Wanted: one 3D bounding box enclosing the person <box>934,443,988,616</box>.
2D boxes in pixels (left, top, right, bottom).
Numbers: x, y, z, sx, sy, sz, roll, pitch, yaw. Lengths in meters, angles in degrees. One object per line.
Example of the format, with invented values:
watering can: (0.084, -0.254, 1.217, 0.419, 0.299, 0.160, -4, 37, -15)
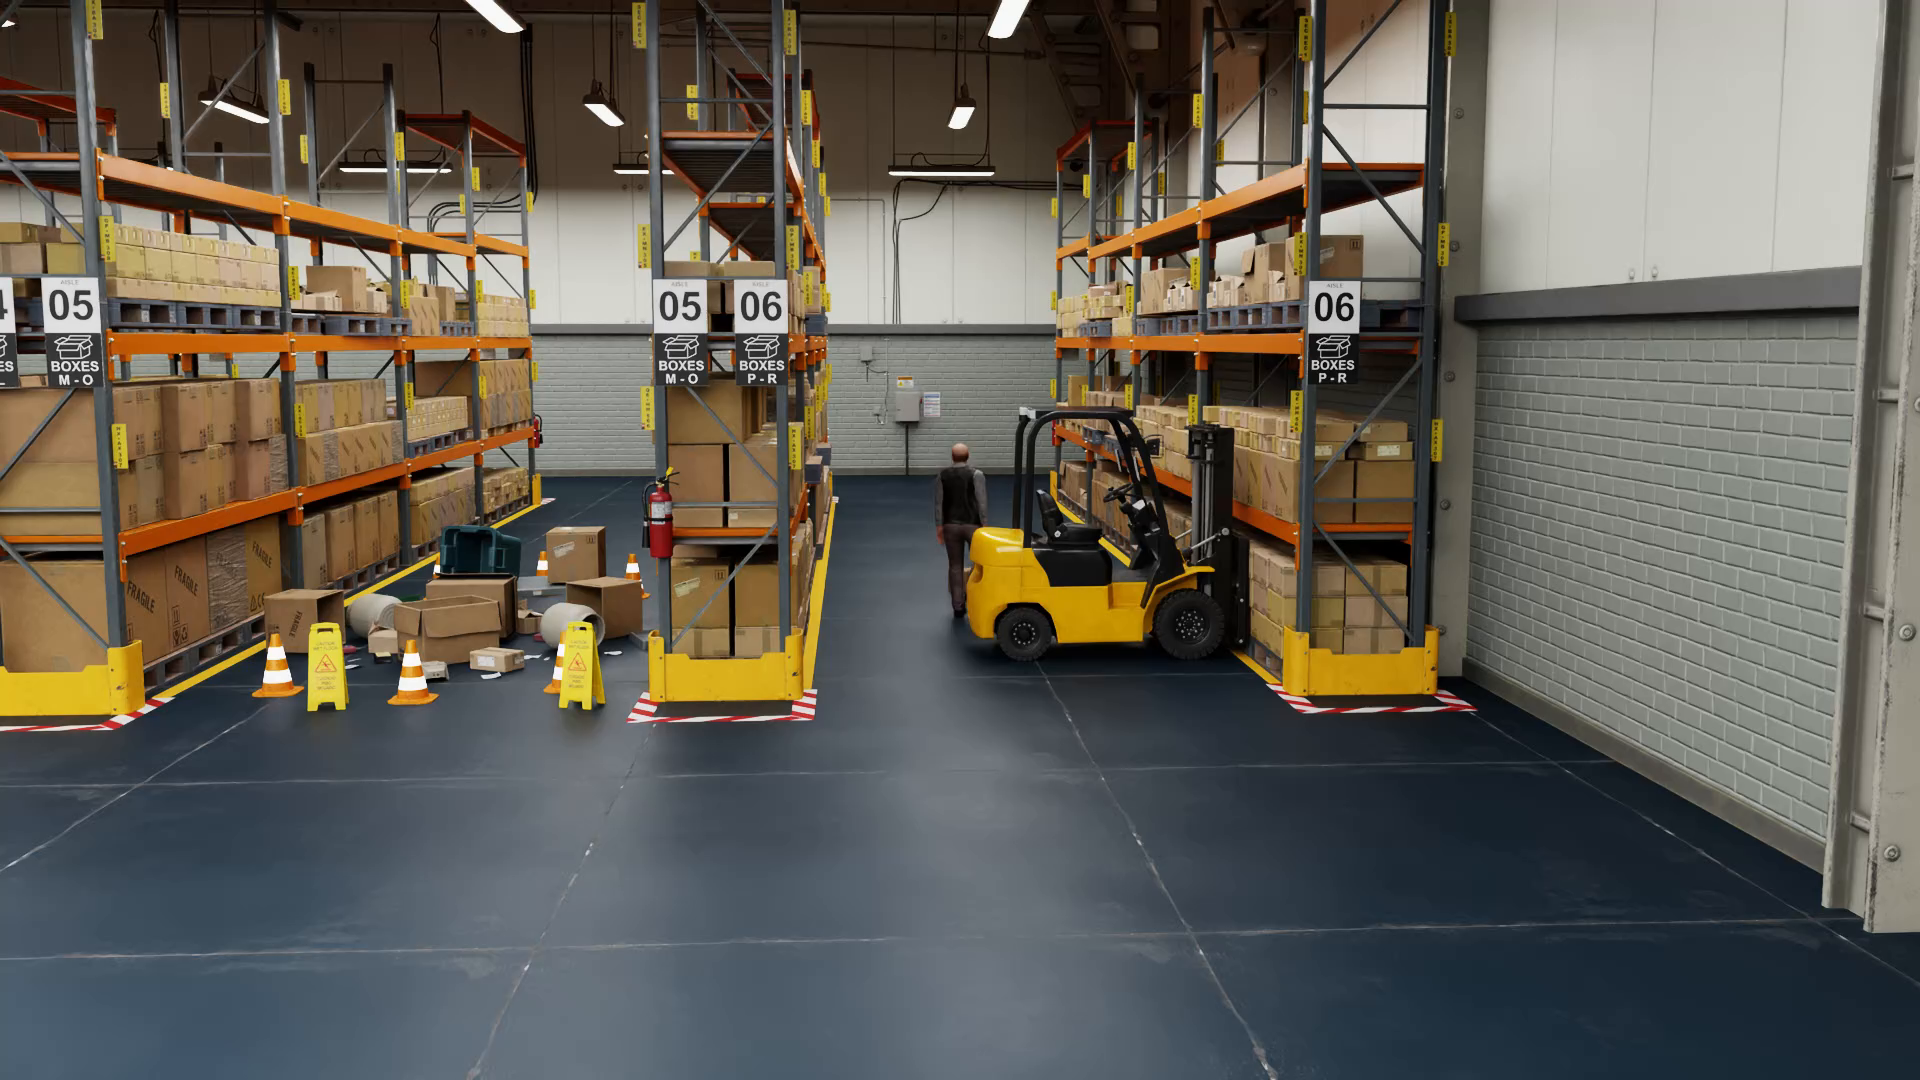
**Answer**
person: (0.017, -0.108, 16.662, 0.576, 1.713, 0.480, 1, 7, 11)
